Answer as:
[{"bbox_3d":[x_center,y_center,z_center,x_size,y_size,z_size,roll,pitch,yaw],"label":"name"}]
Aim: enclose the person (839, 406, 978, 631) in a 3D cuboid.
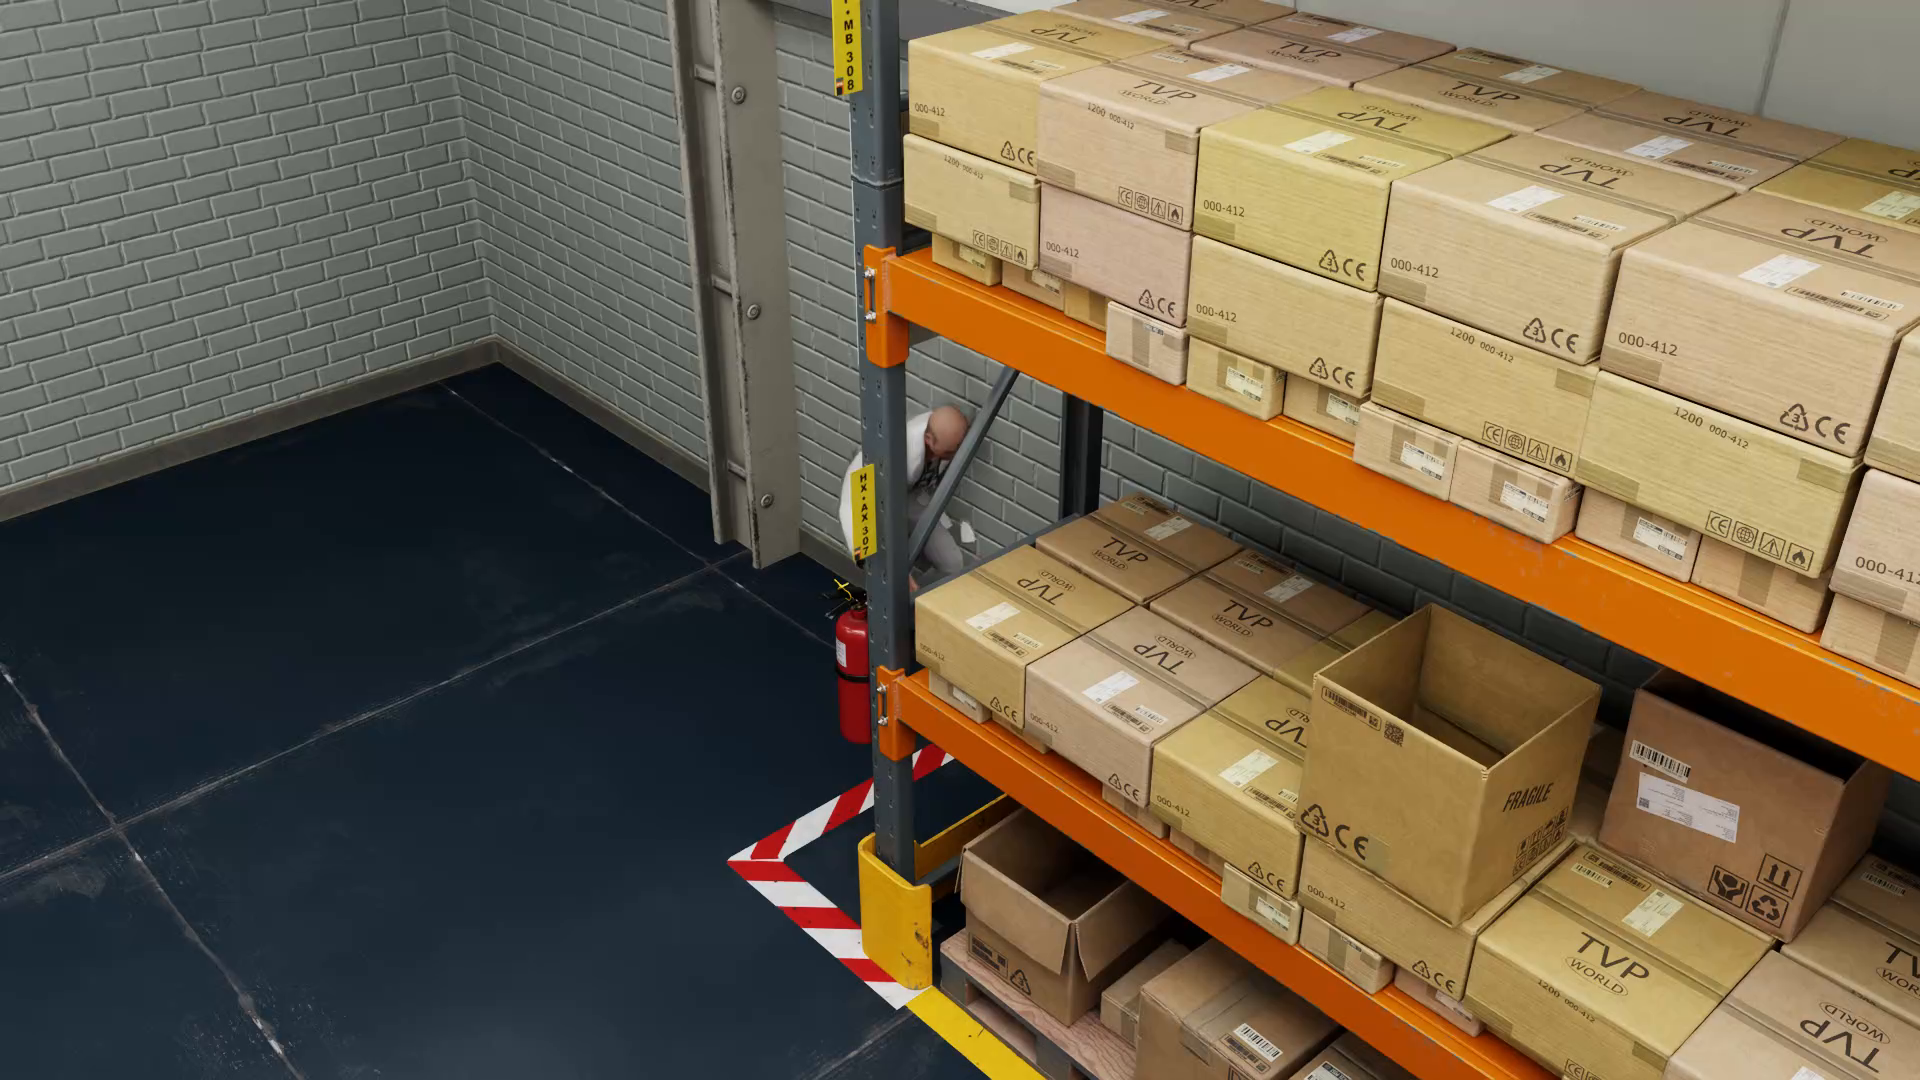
[{"bbox_3d":[-0.215,-0.022,7.689,0.631,1.256,0.737,-21,37,-30],"label":"person"}]
